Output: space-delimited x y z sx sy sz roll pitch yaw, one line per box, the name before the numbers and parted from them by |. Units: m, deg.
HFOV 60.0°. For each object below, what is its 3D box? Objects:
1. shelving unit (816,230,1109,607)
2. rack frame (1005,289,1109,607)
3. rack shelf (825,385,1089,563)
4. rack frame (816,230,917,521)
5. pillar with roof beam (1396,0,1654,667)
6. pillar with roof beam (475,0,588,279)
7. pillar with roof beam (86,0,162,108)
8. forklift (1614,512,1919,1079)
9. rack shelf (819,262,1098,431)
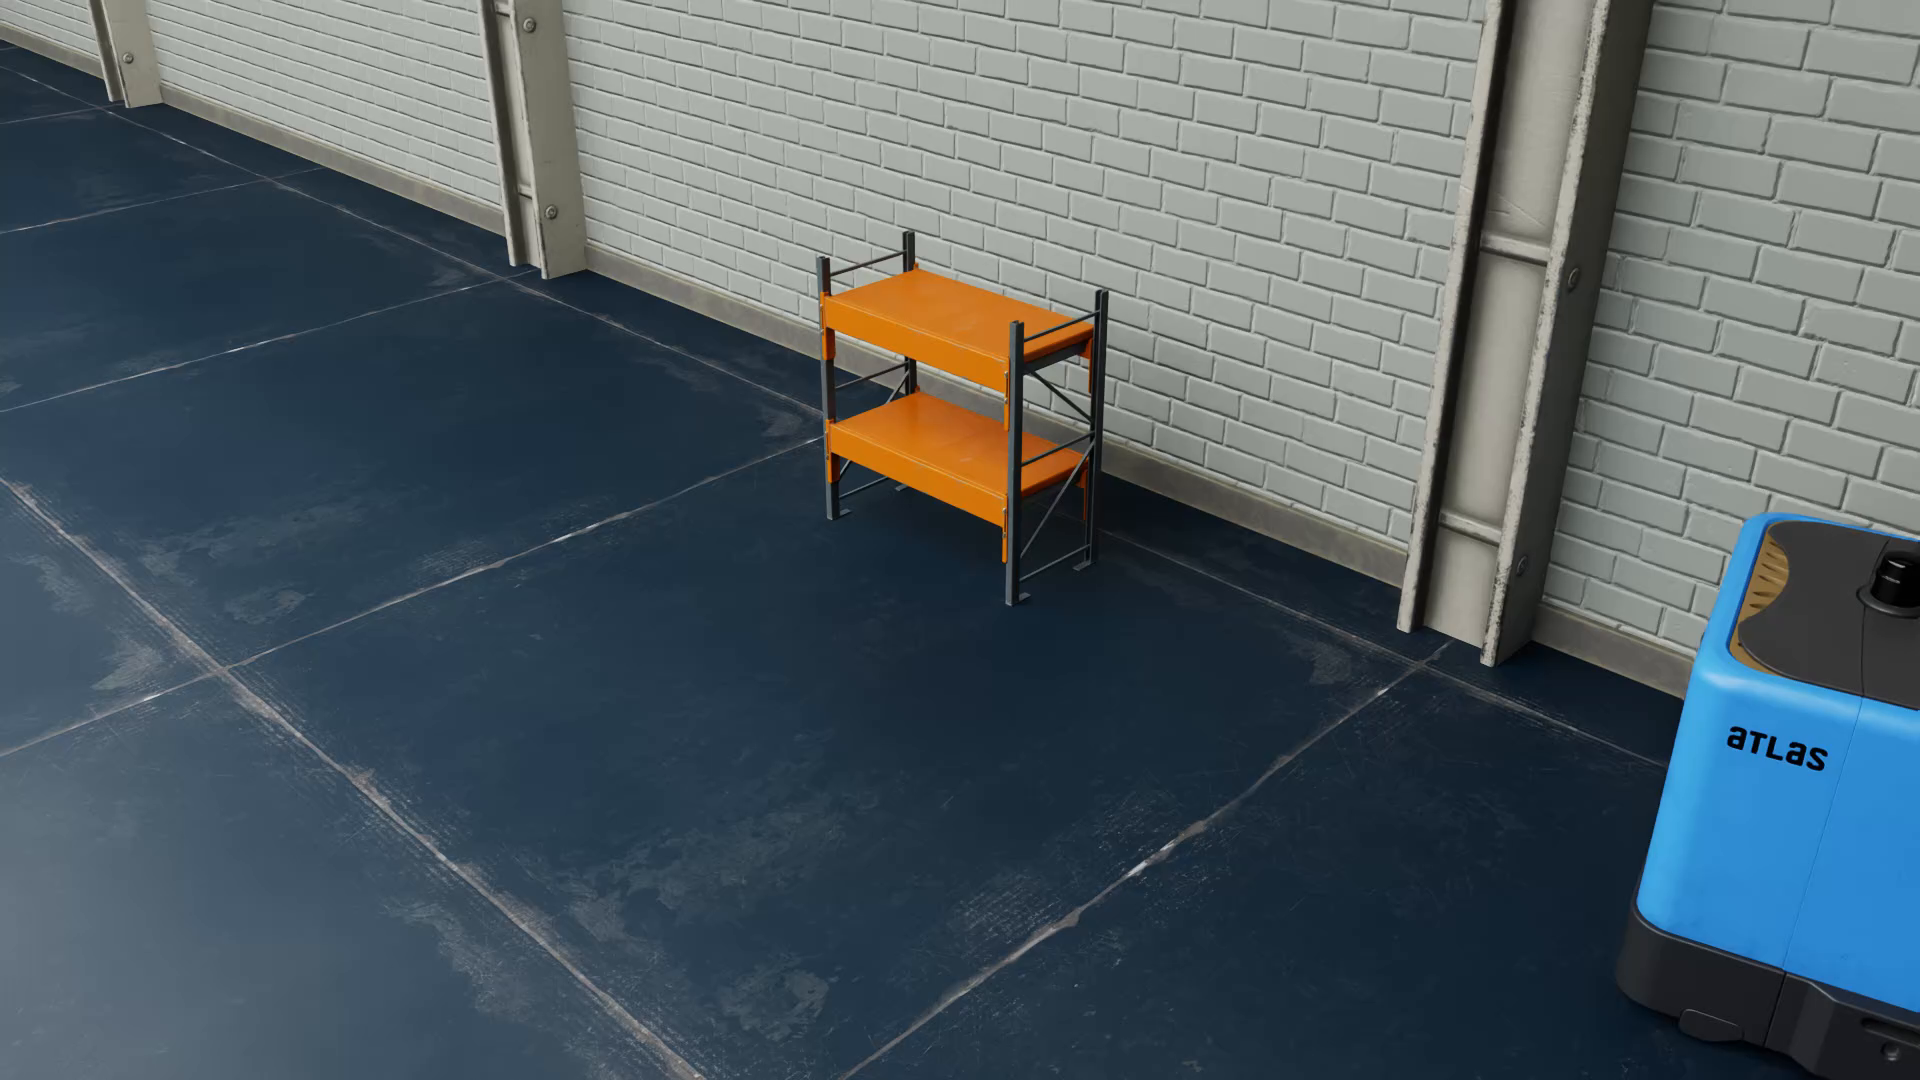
shelving unit | -0.005 -0.500 6.492 1.048 1.125 0.538 25 36 38
rack frame | 0.358 -0.334 6.177 0.032 1.125 0.500 25 36 38
rack shelf | -0.005 -0.284 6.606 1.000 0.278 0.538 25 36 38
rack frame | -0.367 -0.666 6.808 0.032 1.125 0.500 25 36 38
pillar with roof beam | -1.162 -2.217 1.297 0.400 9.000 9.100 25 36 38
pillar with roof beam | -5.440 -4.175 5.021 0.400 9.000 9.100 25 36 38
pillar with roof beam | -9.719 -6.133 8.744 0.400 9.000 9.100 25 36 38
forklift | 3.262 0.093 3.425 3.031 2.935 1.130 15 31 26
rack shelf | -0.005 -0.759 6.356 1.000 0.278 0.538 25 36 38
